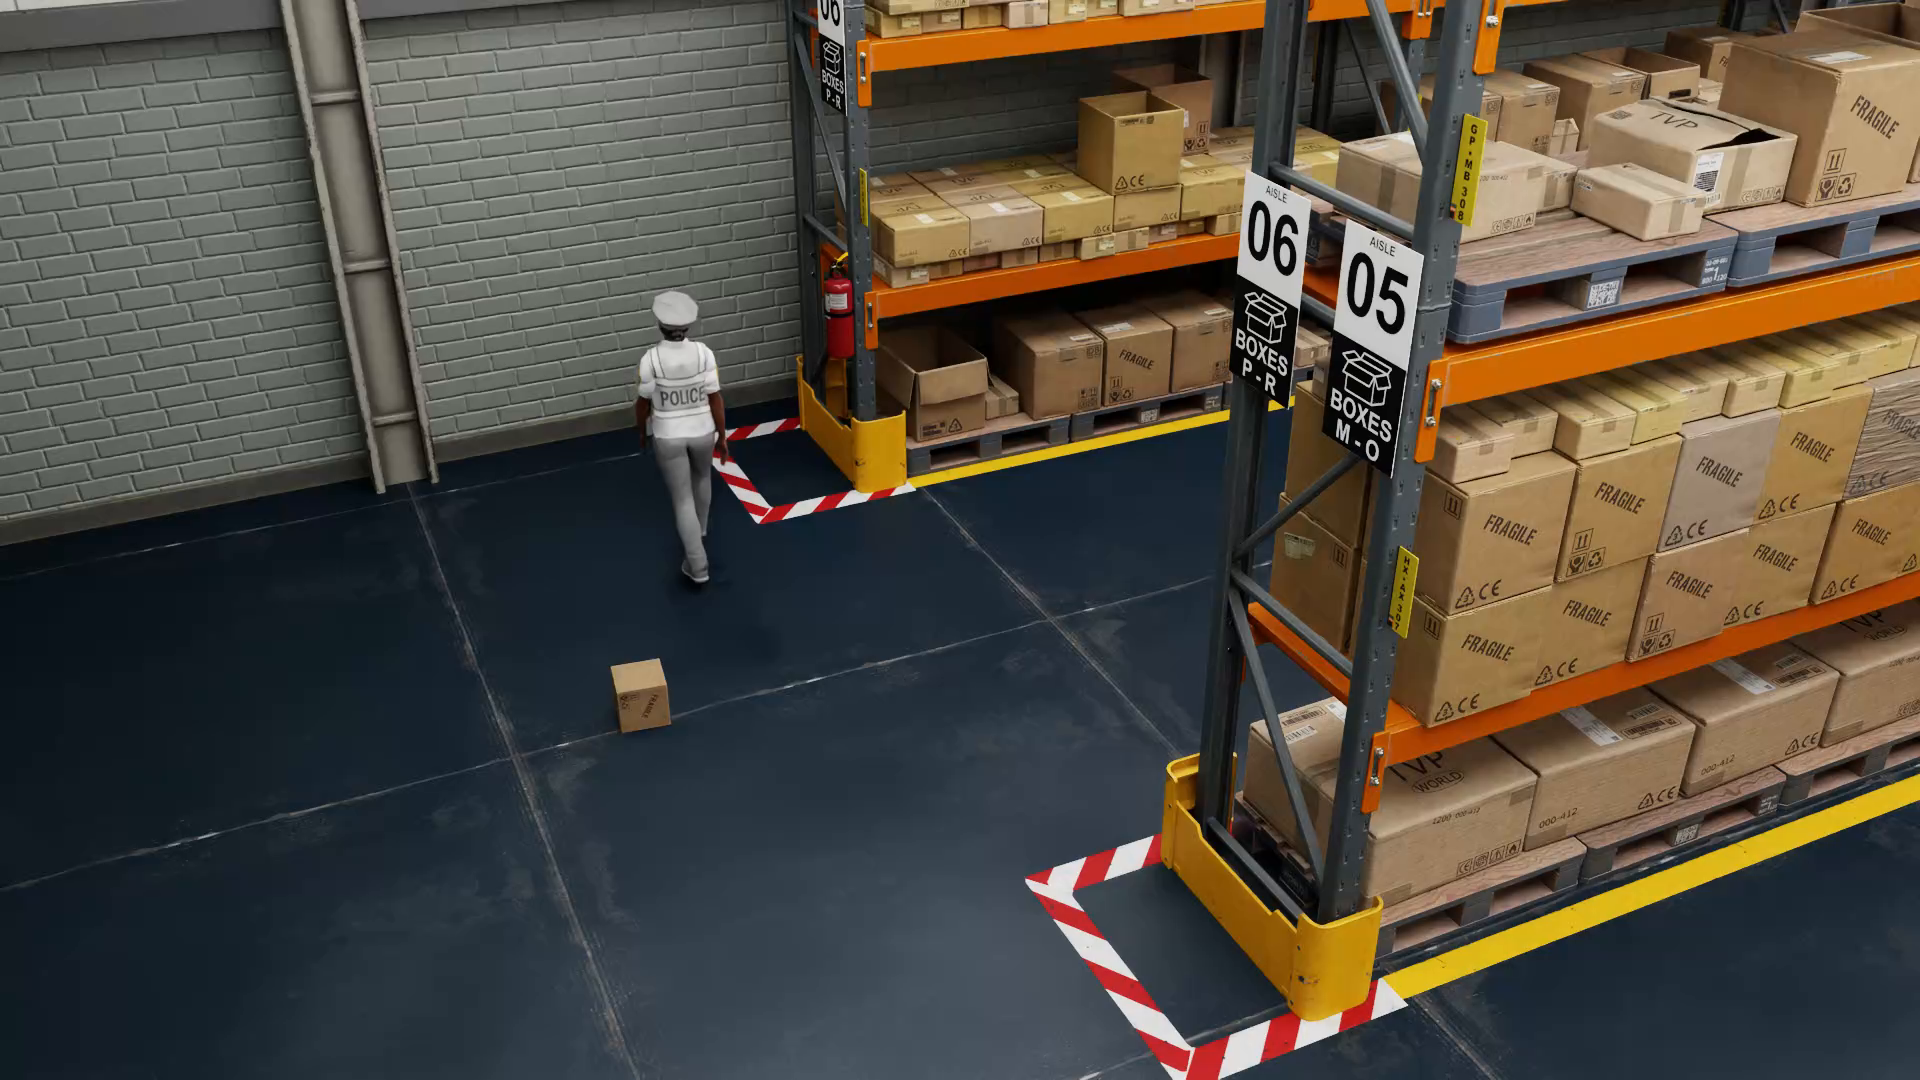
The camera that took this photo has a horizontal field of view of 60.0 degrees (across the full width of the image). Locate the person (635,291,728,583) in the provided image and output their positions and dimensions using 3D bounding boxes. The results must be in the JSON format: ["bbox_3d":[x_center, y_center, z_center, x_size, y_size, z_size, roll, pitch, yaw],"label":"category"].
[{"bbox_3d":[-1.604,-0.606,9.506,0.470,1.726,0.787,-12,32,-20],"label":"person"}]
